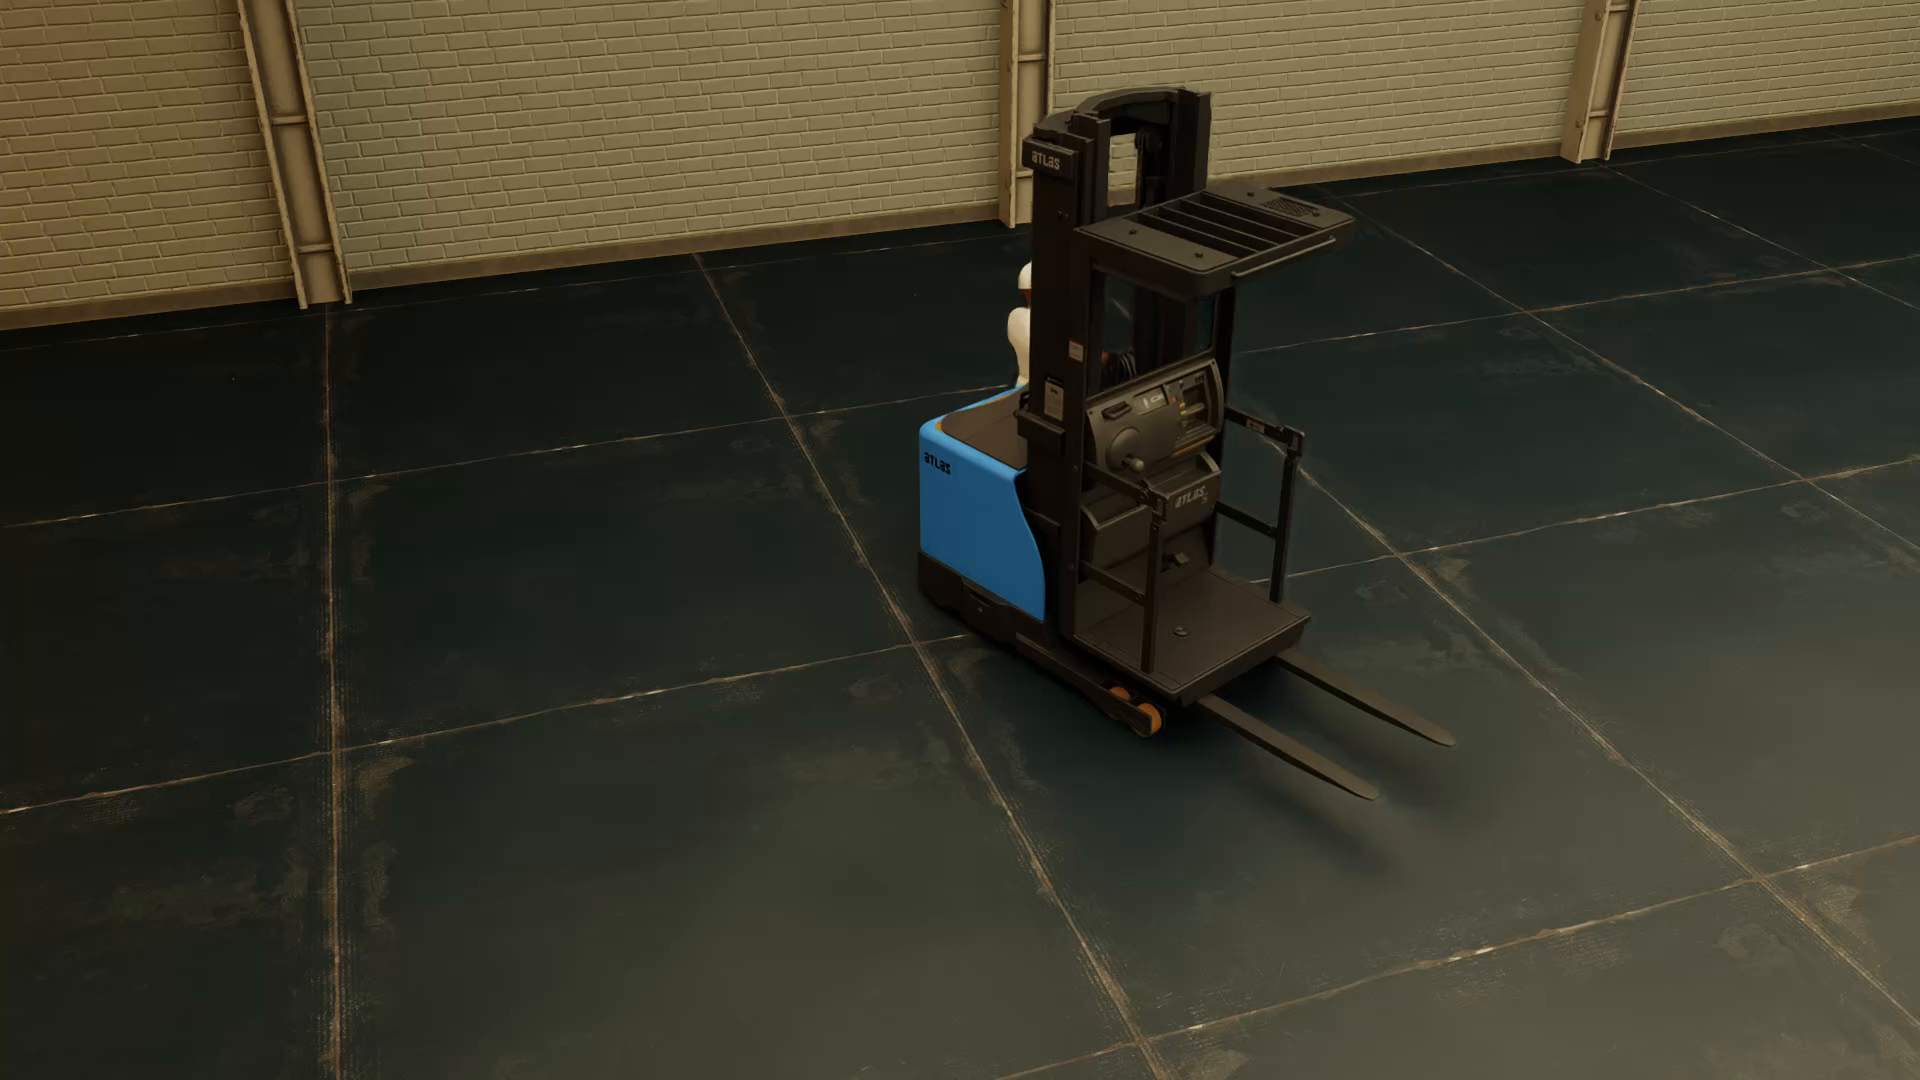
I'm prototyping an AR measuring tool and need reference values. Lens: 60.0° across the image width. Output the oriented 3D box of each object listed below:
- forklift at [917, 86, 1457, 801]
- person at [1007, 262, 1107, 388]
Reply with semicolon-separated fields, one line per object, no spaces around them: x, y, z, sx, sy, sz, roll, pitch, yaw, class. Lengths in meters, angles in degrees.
1.114;-0.574;8.084;1.130;2.935;3.031;-24;38;-35;forklift
0.594;-0.808;9.779;0.859;1.687;0.758;-19;35;-30;person
